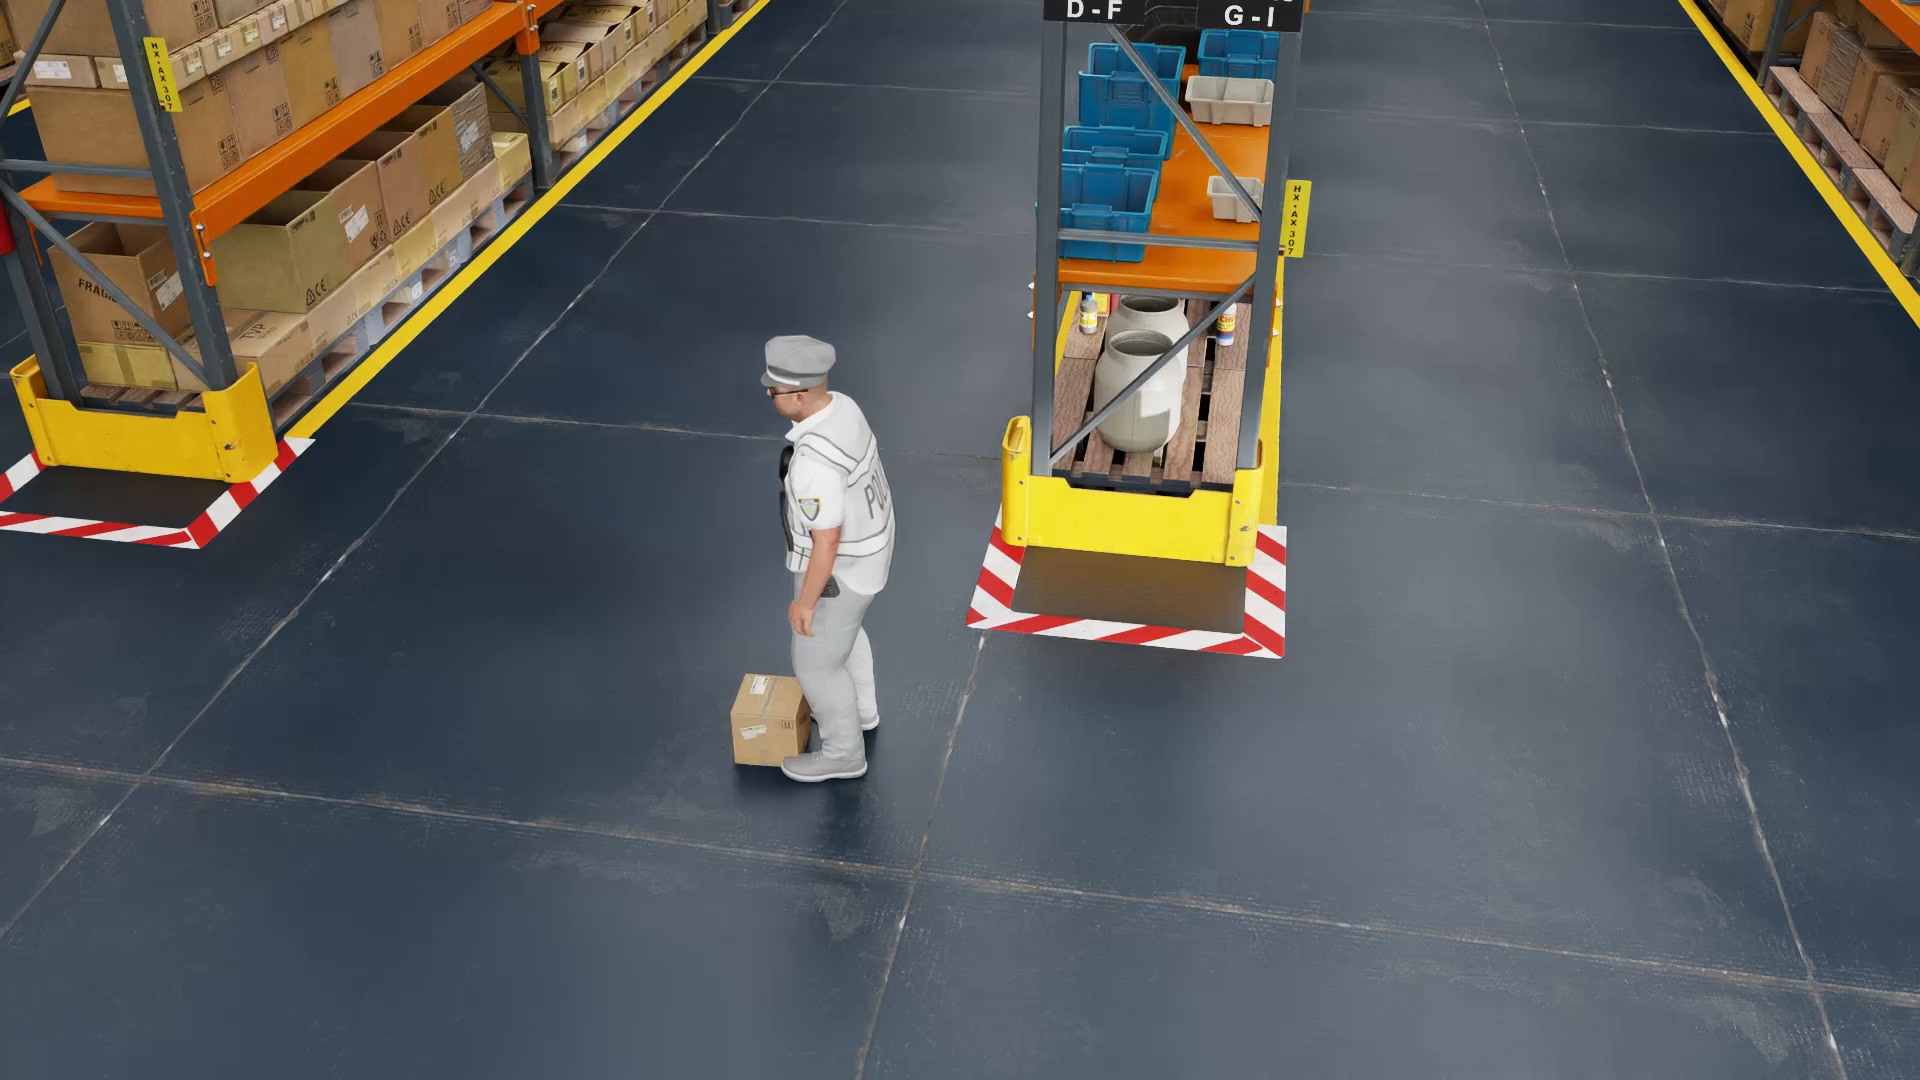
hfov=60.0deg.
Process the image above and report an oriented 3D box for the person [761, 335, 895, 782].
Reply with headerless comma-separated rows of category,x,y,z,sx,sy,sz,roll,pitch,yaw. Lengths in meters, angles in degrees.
person,-0.455,0.085,5.994,0.427,1.749,0.604,4,32,6
